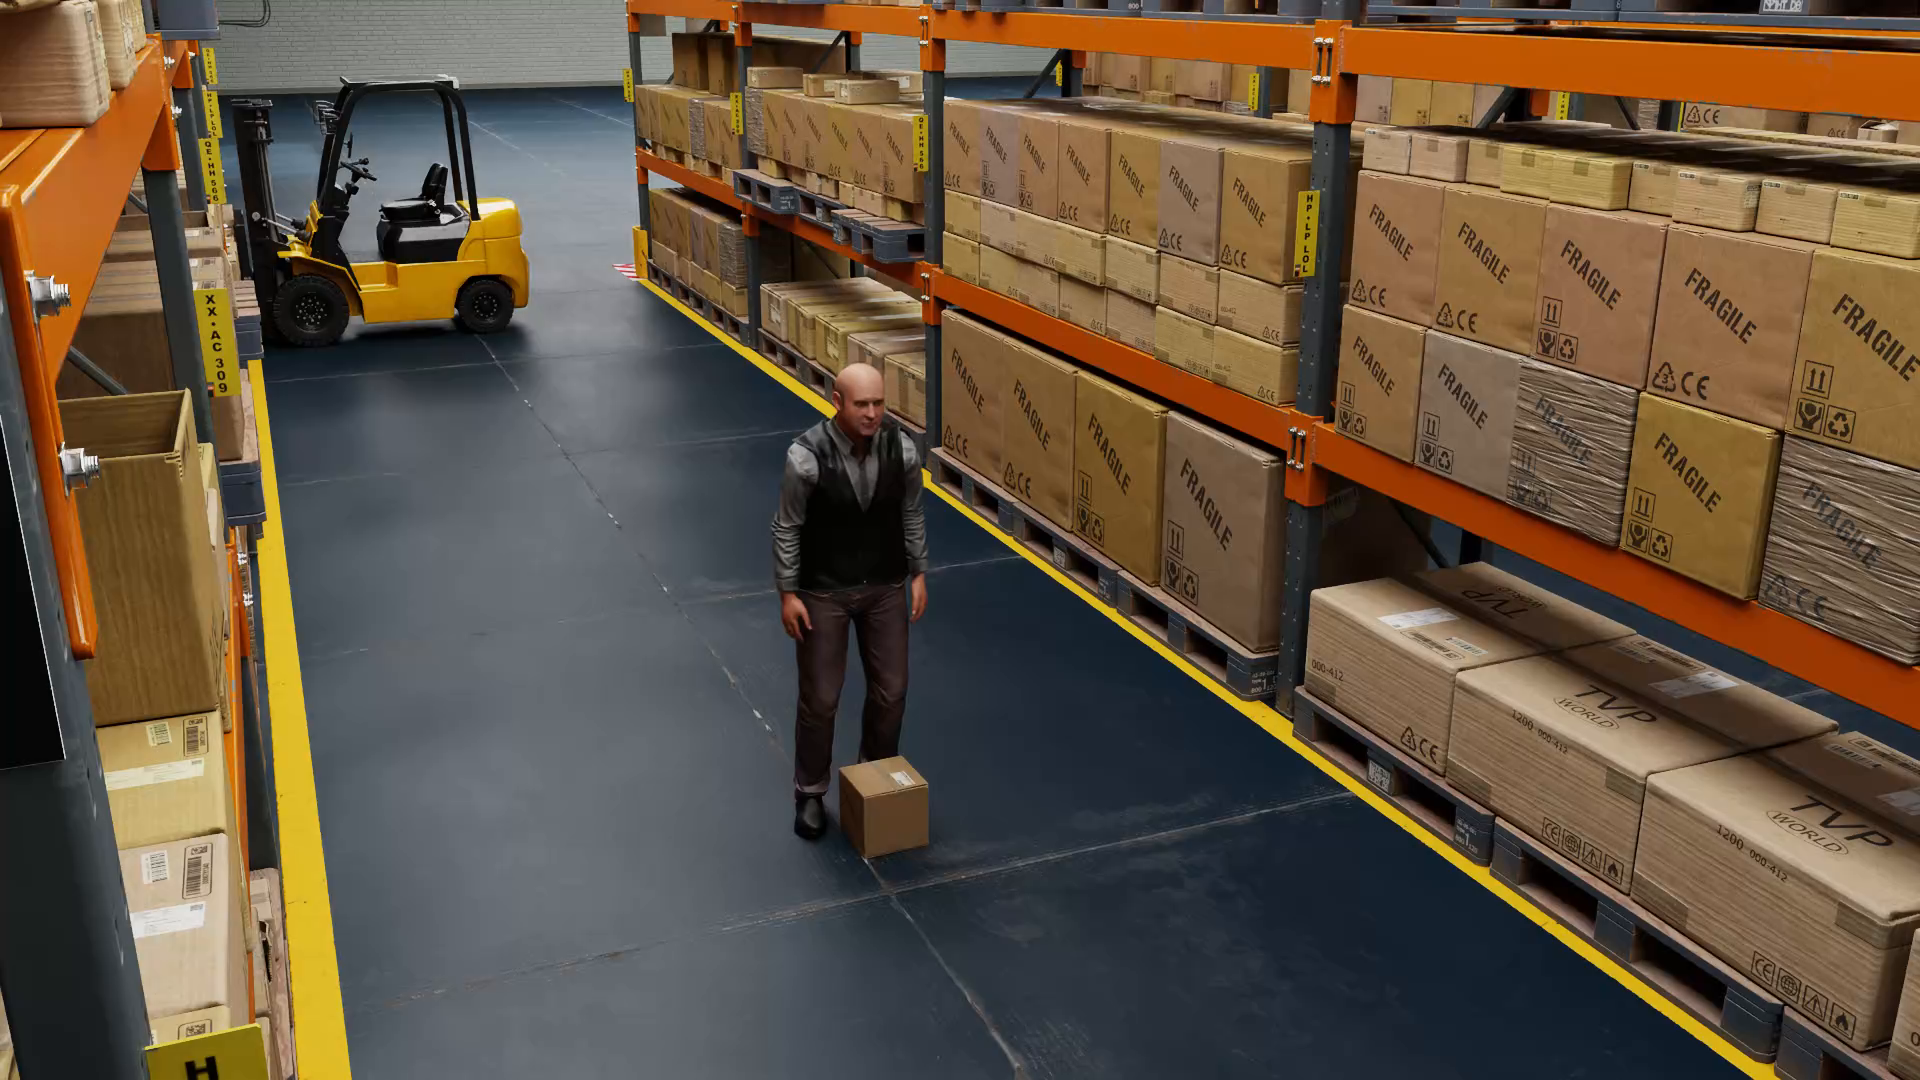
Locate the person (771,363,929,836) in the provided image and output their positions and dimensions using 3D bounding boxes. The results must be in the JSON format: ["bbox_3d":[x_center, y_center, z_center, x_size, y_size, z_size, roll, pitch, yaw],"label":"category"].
[{"bbox_3d":[-0.384,0.196,6.020,0.585,1.720,0.364,-8,20,-23],"label":"person"}]
